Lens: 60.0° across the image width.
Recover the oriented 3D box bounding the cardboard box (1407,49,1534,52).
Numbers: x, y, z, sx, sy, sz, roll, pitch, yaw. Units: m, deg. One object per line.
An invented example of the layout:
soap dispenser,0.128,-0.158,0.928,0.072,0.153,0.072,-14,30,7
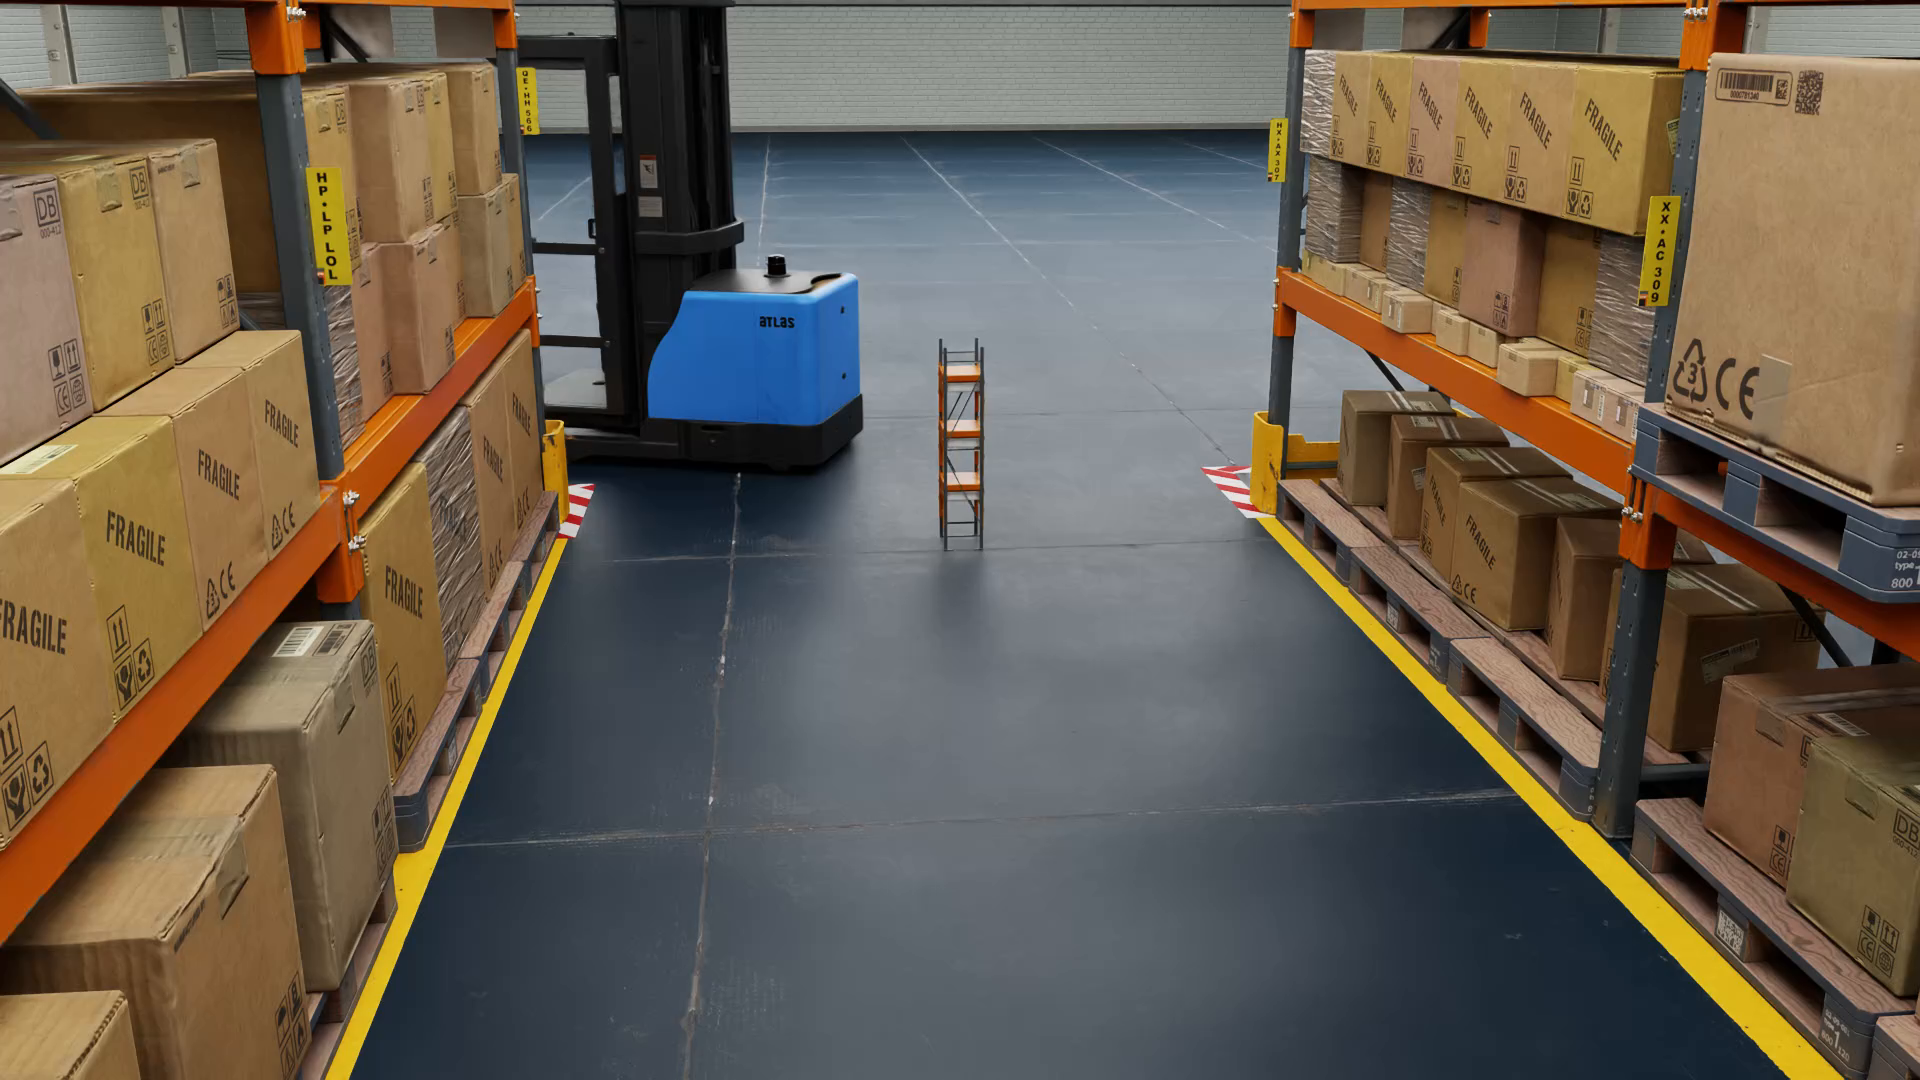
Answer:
cardboard box,2.522,-2.170,8.248,0.500,0.500,0.500,-2,18,-6

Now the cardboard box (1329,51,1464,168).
cardboard box,2.049,-2.005,7.722,0.500,0.500,0.500,-2,18,-6

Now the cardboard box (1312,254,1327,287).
cardboard box,2.018,-1.372,8.460,0.380,0.149,0.250,-2,18,-6

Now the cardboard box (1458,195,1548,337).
cardboard box,2.478,-1.089,6.475,0.875,0.500,0.500,-2,18,-6

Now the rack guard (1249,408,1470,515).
rack guard,2.227,-0.444,9.258,1.175,0.500,0.348,-2,18,-6

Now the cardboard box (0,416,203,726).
cardboard box,-1.888,0.056,3.324,0.500,0.500,0.500,-2,17,-5

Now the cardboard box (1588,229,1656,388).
cardboard box,2.647,-0.793,5.533,0.875,0.500,0.500,-2,18,-6

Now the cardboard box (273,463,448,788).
cardboard box,-2.308,0.279,5.626,0.875,0.875,0.875,-2,17,-5

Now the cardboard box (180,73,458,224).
cardboard box,-2.470,-1.525,6.475,0.875,0.550,0.500,-2,18,-6

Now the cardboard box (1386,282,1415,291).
cardboard box,2.147,-1.075,7.513,0.380,0.149,0.250,-2,18,-6

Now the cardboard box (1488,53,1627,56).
cardboard box,2.628,-1.872,7.300,0.500,0.500,0.500,-2,18,-6

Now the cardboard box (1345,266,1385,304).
cardboard box,2.075,-1.224,7.986,0.380,0.149,0.250,-2,18,-6

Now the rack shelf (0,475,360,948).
rack shelf,-2.106,0.594,2.977,1.077,0.370,4.000,-2,18,-6

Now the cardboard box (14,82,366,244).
cardboard box,-2.489,-1.203,5.447,0.875,0.550,0.550,-2,18,-6

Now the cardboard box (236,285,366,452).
cardboard box,-2.362,-0.526,5.094,0.875,0.550,0.550,-2,18,-6

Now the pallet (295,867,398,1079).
pallet,-2.158,1.213,4.460,1.003,0.211,1.213,-2,18,-6

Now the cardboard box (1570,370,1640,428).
cardboard box,2.301,-0.478,5.610,0.380,0.149,0.250,-2,18,-6

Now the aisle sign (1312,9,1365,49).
aisle sign,1.914,-2.909,8.595,0.394,0.787,0.004,-2,18,-6

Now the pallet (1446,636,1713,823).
pallet,2.527,0.664,6.211,1.003,0.211,1.213,-2,18,-6

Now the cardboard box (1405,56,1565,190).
cardboard box,2.160,-1.707,6.774,0.500,0.500,0.500,-2,18,-6

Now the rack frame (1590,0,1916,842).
rack frame,2.632,-0.468,5.159,1.000,3.000,0.127,-2,18,-6

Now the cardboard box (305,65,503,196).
cardboard box,-2.577,-1.850,7.510,0.875,0.550,0.550,-2,18,-6

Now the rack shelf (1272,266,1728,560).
rack shelf,2.425,-0.720,7.165,1.077,0.370,4.000,-2,18,-6

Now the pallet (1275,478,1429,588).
pallet,2.276,-0.063,8.526,1.003,0.211,1.213,-2,18,-6

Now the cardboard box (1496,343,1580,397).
cardboard box,2.198,-0.625,6.080,0.380,0.149,0.250,-2,18,-6

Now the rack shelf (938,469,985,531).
rack shelf,0.006,-0.210,8.555,0.215,0.259,0.240,-2,18,-6

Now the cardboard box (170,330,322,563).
cardboard box,-1.993,-0.245,4.283,0.500,0.500,0.500,-2,18,-6

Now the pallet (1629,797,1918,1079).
pallet,2.713,1.095,4.838,1.003,0.211,1.213,-2,18,-6

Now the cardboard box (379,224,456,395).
cardboard box,-2.380,-0.853,6.137,0.875,0.550,0.550,-2,18,-6

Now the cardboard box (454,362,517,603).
cardboard box,-2.496,-0.261,7.347,0.875,0.875,0.875,-2,18,-7

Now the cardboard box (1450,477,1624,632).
cardboard box,2.421,0.051,6.979,0.500,0.500,0.500,-3,18,-11

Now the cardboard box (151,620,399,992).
cardboard box,-2.159,0.710,4.461,1.050,0.750,0.750,-2,18,-6

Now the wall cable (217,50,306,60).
wall cable,-15.482,-12.201,37.701,3.097,2.526,0.112,-2,18,-6

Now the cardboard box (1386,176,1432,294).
cardboard box,2.428,-1.389,7.430,0.875,0.500,0.500,-2,18,-6

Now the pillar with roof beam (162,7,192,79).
pillar with roof beam,-12.212,-12.897,34.734,9.100,9.000,0.400,-2,18,-6

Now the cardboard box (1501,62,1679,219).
cardboard box,2.259,-1.409,5.824,0.500,0.500,0.500,-2,18,-6

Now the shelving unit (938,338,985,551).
shelving unit,0.006,-0.485,8.469,0.215,1.050,0.252,-2,18,-6

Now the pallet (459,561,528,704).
pallet,-2.442,0.393,7.075,1.003,0.211,1.213,-2,18,-6

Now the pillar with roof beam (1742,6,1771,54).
pillar with roof beam,11.175,-11.816,31.292,9.100,9.000,0.400,-2,18,-6

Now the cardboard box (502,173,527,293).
cardboard box,-2.642,-1.499,8.193,0.875,0.550,0.550,-2,18,-6

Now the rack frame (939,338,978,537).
rack frame,-0.007,-0.521,8.585,0.200,1.050,0.008,-2,18,-6

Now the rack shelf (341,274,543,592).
rack shelf,-2.519,-0.597,6.773,1.077,0.370,4.000,-2,18,-6

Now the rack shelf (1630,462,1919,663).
rack shelf,2.838,0.471,3.369,1.077,0.370,4.000,-2,18,-6

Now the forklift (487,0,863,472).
forklift,-2.197,-2.016,10.205,3.031,2.935,1.130,4,18,12

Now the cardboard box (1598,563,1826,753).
cardboard box,2.630,0.404,5.854,0.500,0.500,0.500,-2,18,-7

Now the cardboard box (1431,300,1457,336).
cardboard box,2.227,-0.927,7.042,0.380,0.149,0.250,-2,18,-6

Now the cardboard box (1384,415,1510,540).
cardboard box,2.363,-0.304,8.109,0.500,0.500,0.500,3,18,9

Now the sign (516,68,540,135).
sign,-2.184,-2.214,8.394,0.100,0.325,0.005,-2,18,-6

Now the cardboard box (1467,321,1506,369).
cardboard box,2.237,-0.777,6.563,0.380,0.149,0.250,-2,18,-6

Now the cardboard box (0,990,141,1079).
cardboard box,-1.967,1.275,2.661,1.050,0.750,0.750,-2,17,-5

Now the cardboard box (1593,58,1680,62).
cardboard box,2.734,-1.574,6.351,0.500,0.500,0.500,-2,18,-6

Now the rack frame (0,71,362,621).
rack frame,-2.312,-0.345,4.767,1.000,3.000,0.127,-2,18,-6

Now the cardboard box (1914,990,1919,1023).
cardboard box,2.762,1.008,3.898,0.700,0.500,0.500,-3,18,-10

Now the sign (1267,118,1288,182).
sign,1.679,-2.056,8.772,0.100,0.325,0.005,-2,18,-6

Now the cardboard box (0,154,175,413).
cardboard box,-2.200,-0.568,3.644,0.700,0.500,0.500,-2,18,-7

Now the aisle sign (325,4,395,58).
aisle sign,-3.031,-2.789,8.211,0.394,0.787,0.004,-2,18,-6

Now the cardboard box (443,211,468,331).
cardboard box,-2.630,-1.165,7.129,0.875,0.550,0.550,-2,18,-6

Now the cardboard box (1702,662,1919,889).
cardboard box,2.674,0.699,4.883,0.700,0.500,0.500,-3,18,-10

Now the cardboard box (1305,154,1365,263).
cardboard box,2.249,-1.684,8.371,0.875,0.500,0.500,-2,18,-6
